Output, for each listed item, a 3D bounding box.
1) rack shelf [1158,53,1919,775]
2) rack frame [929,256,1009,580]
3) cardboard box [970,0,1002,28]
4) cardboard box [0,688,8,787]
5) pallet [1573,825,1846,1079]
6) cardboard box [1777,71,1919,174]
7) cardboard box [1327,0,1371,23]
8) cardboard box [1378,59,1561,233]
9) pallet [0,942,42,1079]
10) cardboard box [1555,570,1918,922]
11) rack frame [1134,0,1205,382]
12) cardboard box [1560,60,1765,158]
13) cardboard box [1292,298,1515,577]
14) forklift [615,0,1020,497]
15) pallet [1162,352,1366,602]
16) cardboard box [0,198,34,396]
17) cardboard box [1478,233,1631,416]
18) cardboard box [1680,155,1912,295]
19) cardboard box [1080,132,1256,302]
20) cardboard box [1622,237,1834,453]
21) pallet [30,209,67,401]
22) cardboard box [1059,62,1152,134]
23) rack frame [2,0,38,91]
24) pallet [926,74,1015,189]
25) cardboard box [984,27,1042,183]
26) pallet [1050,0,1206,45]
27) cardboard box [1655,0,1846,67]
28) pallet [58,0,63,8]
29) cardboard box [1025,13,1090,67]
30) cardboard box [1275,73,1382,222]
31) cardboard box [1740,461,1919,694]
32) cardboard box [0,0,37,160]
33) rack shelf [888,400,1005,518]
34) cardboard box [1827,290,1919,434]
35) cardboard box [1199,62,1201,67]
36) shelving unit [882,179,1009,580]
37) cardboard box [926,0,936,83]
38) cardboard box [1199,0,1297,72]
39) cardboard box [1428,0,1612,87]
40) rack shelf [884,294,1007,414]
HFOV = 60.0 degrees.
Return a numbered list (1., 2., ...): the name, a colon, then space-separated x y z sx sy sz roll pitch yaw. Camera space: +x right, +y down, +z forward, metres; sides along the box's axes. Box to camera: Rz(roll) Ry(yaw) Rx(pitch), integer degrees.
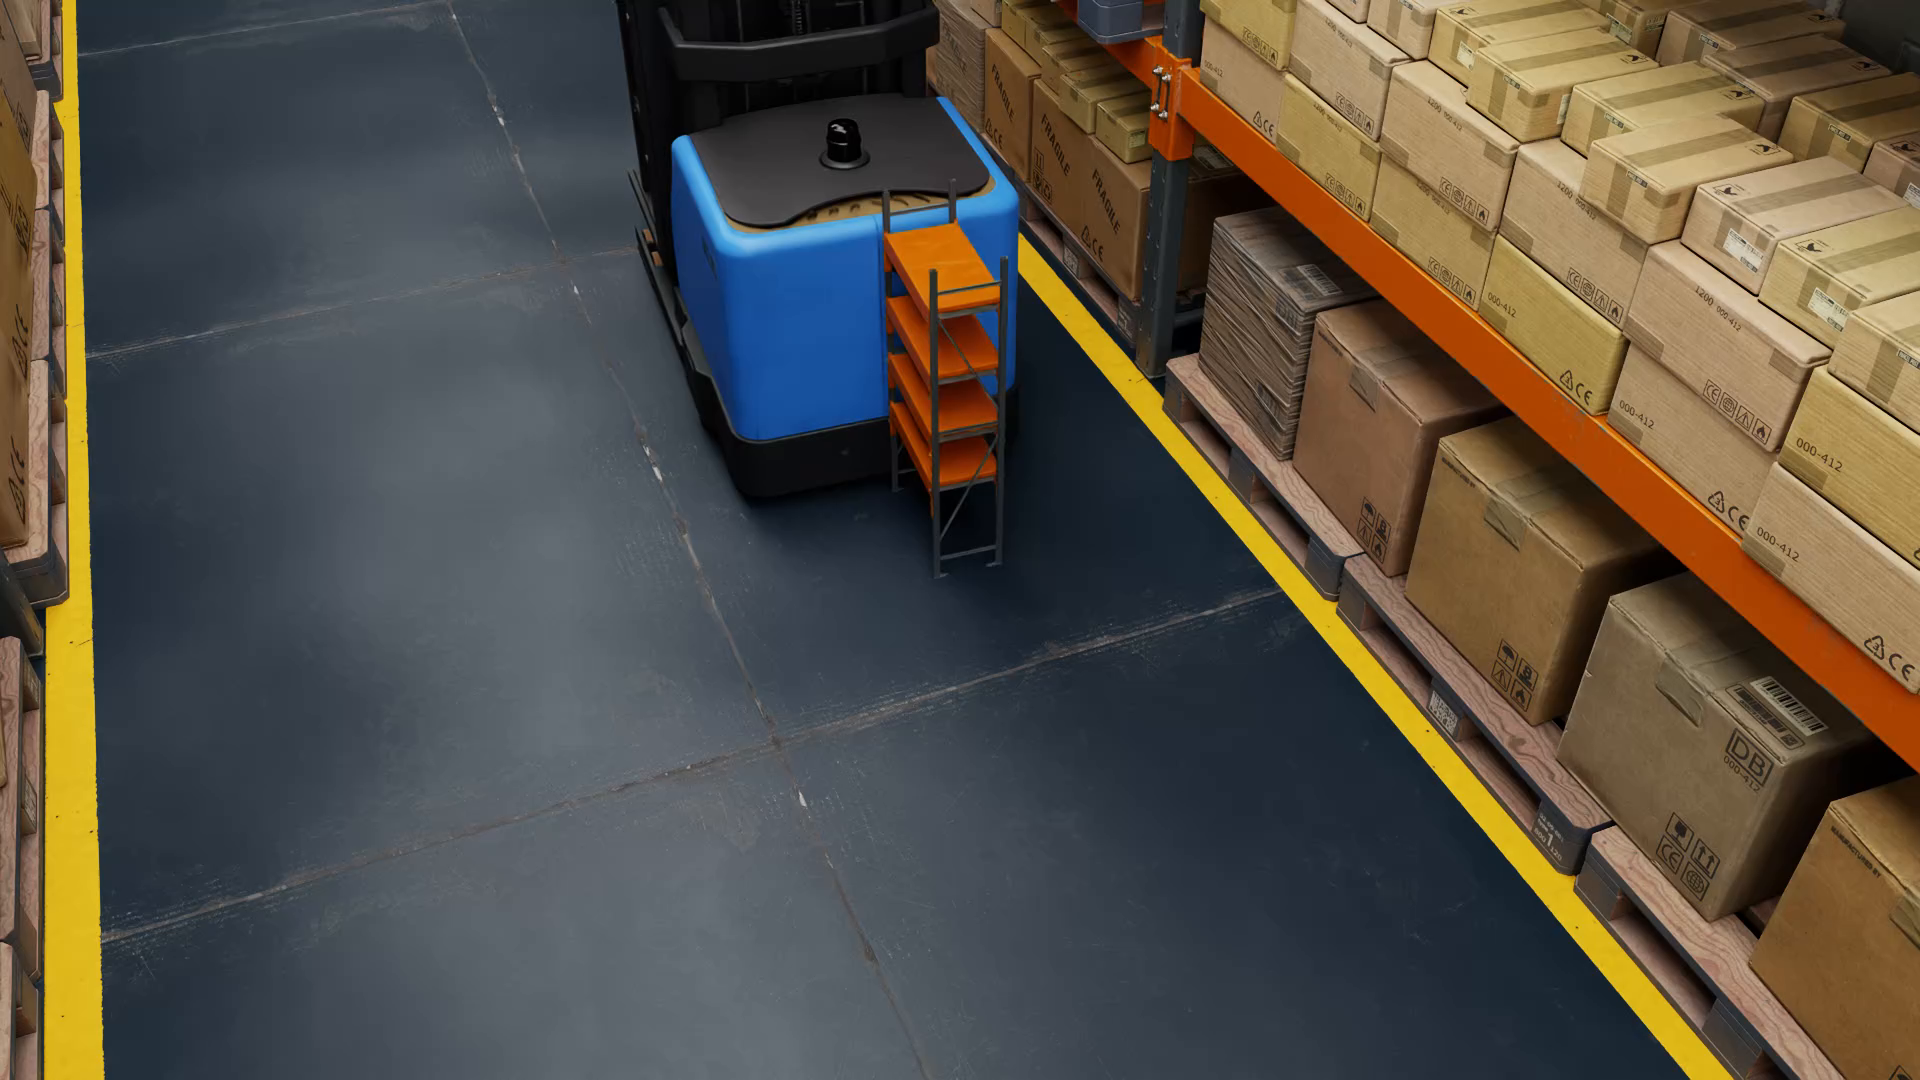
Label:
1. rack shelf: 1.938 -0.438 4.510 1.077 0.370 4.000 -15 43 -17
2. rack frame: 0.026 -0.350 5.237 0.240 1.200 0.015 -12 42 -14
3. cardboard box: 0.269 -2.413 7.353 0.380 0.149 0.250 -17 44 -19
4. cardboard box: -3.205 0.505 4.555 0.950 0.372 0.625 -18 44 -20
5. pallet: 2.386 1.117 4.289 1.003 0.211 1.213 -15 43 -17
6. cardboard box: 2.227 -0.985 4.021 0.380 0.149 0.250 -15 43 -16
7. cardboard box: 1.248 -1.625 4.765 0.380 0.149 0.250 -14 43 -16
8. cardboard box: 1.491 -1.098 4.458 0.500 0.250 0.500 -16 43 -18
9. pallet: -2.651 1.587 3.742 1.003 0.211 1.213 -15 43 -17
10. cardboard box: 2.204 0.454 4.420 0.875 0.625 0.625 -16 43 -17
11. rack frame: 1.173 -1.916 5.677 1.000 3.000 0.127 -15 43 -17
12. cardboard box: 1.715 -1.026 4.069 0.380 0.149 0.250 -15 43 -17
13. cardboard box: 1.656 -0.404 5.418 0.875 0.625 0.625 -14 43 -15
14. forklift: -0.740 -2.231 6.096 1.130 2.935 3.031 -12 42 -14
15. pallet: 1.452 -0.353 5.998 1.003 0.211 1.213 -15 43 -17
16. cardboard box: -3.936 -1.004 5.924 0.875 0.875 0.875 -15 43 -16
17. cardboard box: 1.705 -0.605 4.268 0.500 0.250 0.500 -14 43 -15
18. cardboard box: 1.851 -0.703 3.692 0.380 0.149 0.250 -15 43 -16
19. cardboard box: 0.813 -1.328 6.589 0.500 0.500 0.500 -14 43 -16
20. cardboard box: 1.886 -0.488 3.749 0.500 0.250 0.500 -14 43 -16
21. pallet: -4.106 -0.845 6.571 1.003 0.211 1.213 -15 43 -17
22. cardboard box: 0.617 -1.764 6.598 0.380 0.149 0.250 -17 44 -19
23. rack frame: -4.942 -3.085 7.036 1.000 3.000 0.127 -15 43 -17
24. pallet: 0.459 -2.051 7.973 1.003 0.211 1.213 -15 43 -17
25. cardboard box: 0.428 -1.947 7.308 0.500 0.500 0.500 -13 42 -15
26. pallet: 0.849 -2.234 6.194 1.213 0.211 1.003 -15 43 -17
27. cardboard box: 2.090 -1.316 4.406 0.380 0.149 0.250 -16 43 -18
28. pallet: -5.631 -3.241 9.357 1.003 0.211 1.213 -15 43 -17
29. cardboard box: 0.498 -2.104 6.994 0.380 0.149 0.250 -14 43 -16
30. cardboard box: 1.305 -1.226 4.990 0.500 0.250 0.500 -16 43 -18
31. cardboard box: 2.072 0.011 3.551 0.500 0.250 0.500 -15 43 -17
32. cardboard box: -4.631 -2.085 7.181 0.875 0.875 0.875 -14 43 -16
33. rack shelf: -0.051 -0.299 5.586 0.258 0.148 0.480 -12 42 -14
34. cardboard box: 1.984 -0.377 3.314 0.380 0.149 0.250 -16 43 -18
35. cardboard box: 1.185 -1.932 6.793 0.380 0.149 0.250 -14 43 -16
36. shelving unit: -0.051 -0.501 5.412 0.258 1.200 0.503 -12 42 -14
37. cardboard box: 0.020 -2.569 8.032 0.500 0.500 0.500 -16 43 -18
38. cardboard box: 1.094 -1.714 5.174 0.500 0.250 0.500 -15 43 -17
39. cardboard box: 1.484 -1.327 4.418 0.380 0.149 0.250 -15 43 -16
40. rack shelf: -0.051 -0.620 5.310 0.258 0.148 0.480 -12 42 -14
